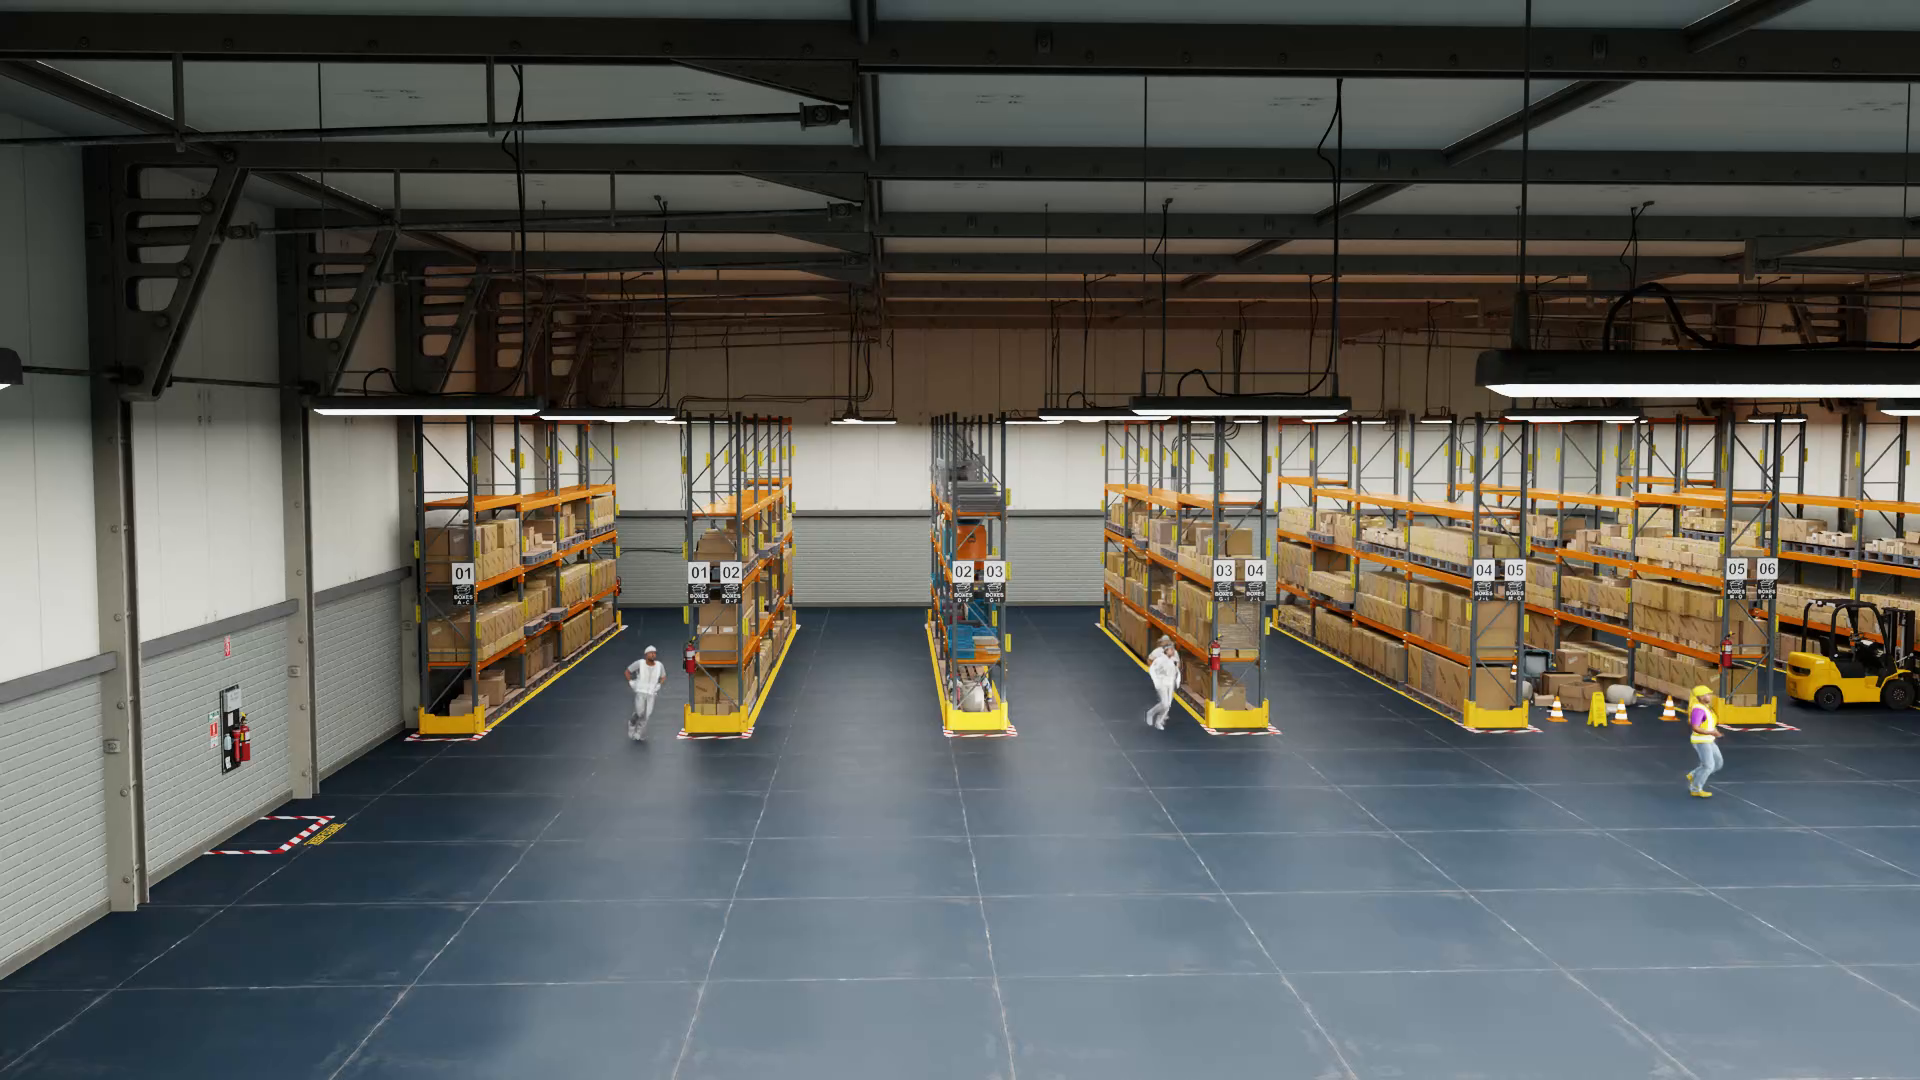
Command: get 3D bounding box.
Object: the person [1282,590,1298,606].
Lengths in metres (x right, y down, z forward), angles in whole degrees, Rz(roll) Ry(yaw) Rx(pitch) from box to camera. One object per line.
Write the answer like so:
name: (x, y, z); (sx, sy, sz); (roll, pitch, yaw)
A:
person: (9.728, 1.542, 49.139); (0.759, 1.665, 0.926); (1, 4, 8)

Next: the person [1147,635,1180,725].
person: (3.968, 2.704, 32.224); (0.590, 1.711, 0.709); (0, 4, -6)

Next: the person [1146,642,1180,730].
person: (3.925, 2.757, 31.573); (0.651, 1.638, 0.481); (-2, 5, -31)

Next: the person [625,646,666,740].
person: (-5.695, 2.797, 30.334); (0.721, 1.724, 0.517); (-2, 4, -27)

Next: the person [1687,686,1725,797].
person: (11.530, 3.106, 25.679); (0.585, 1.721, 0.691); (3, 5, 36)
